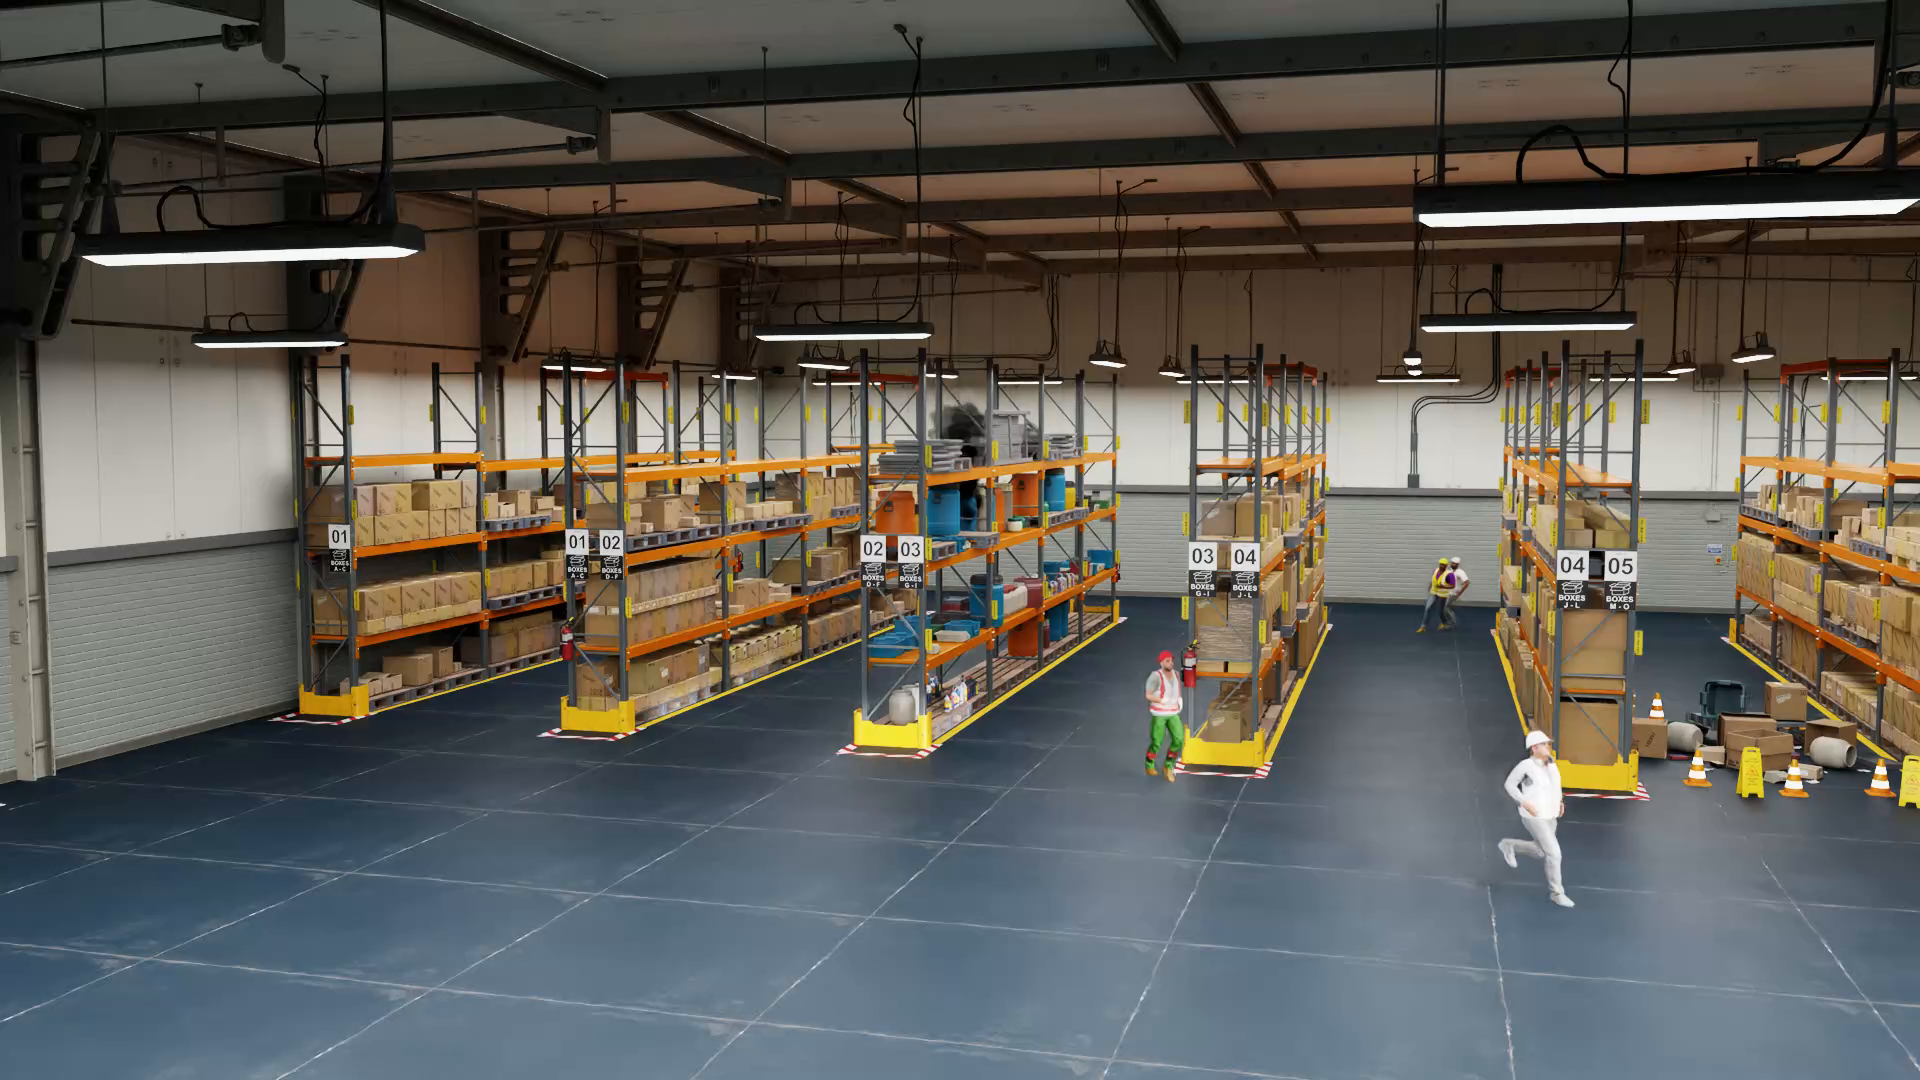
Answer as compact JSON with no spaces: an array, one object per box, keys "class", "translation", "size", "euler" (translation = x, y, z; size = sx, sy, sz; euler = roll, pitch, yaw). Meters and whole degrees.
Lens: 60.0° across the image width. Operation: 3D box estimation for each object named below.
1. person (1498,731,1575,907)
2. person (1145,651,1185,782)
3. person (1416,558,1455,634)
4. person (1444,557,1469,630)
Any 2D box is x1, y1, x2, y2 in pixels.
[{"class":"person","translation":[6.008,2.859,17.322],"size":[0.640,1.759,0.992],"euler":[-3,5,-37]},{"class":"person","translation":[2.826,2.422,22.763],"size":[0.677,1.832,0.735],"euler":[-2,5,-24]},{"class":"person","translation":[11.031,1.273,38.128],"size":[0.943,1.743,0.740],"euler":[-4,6,-42]},{"class":"person","translation":[11.399,1.249,38.636],"size":[0.575,1.727,0.778],"euler":[-1,4,-12]}]
